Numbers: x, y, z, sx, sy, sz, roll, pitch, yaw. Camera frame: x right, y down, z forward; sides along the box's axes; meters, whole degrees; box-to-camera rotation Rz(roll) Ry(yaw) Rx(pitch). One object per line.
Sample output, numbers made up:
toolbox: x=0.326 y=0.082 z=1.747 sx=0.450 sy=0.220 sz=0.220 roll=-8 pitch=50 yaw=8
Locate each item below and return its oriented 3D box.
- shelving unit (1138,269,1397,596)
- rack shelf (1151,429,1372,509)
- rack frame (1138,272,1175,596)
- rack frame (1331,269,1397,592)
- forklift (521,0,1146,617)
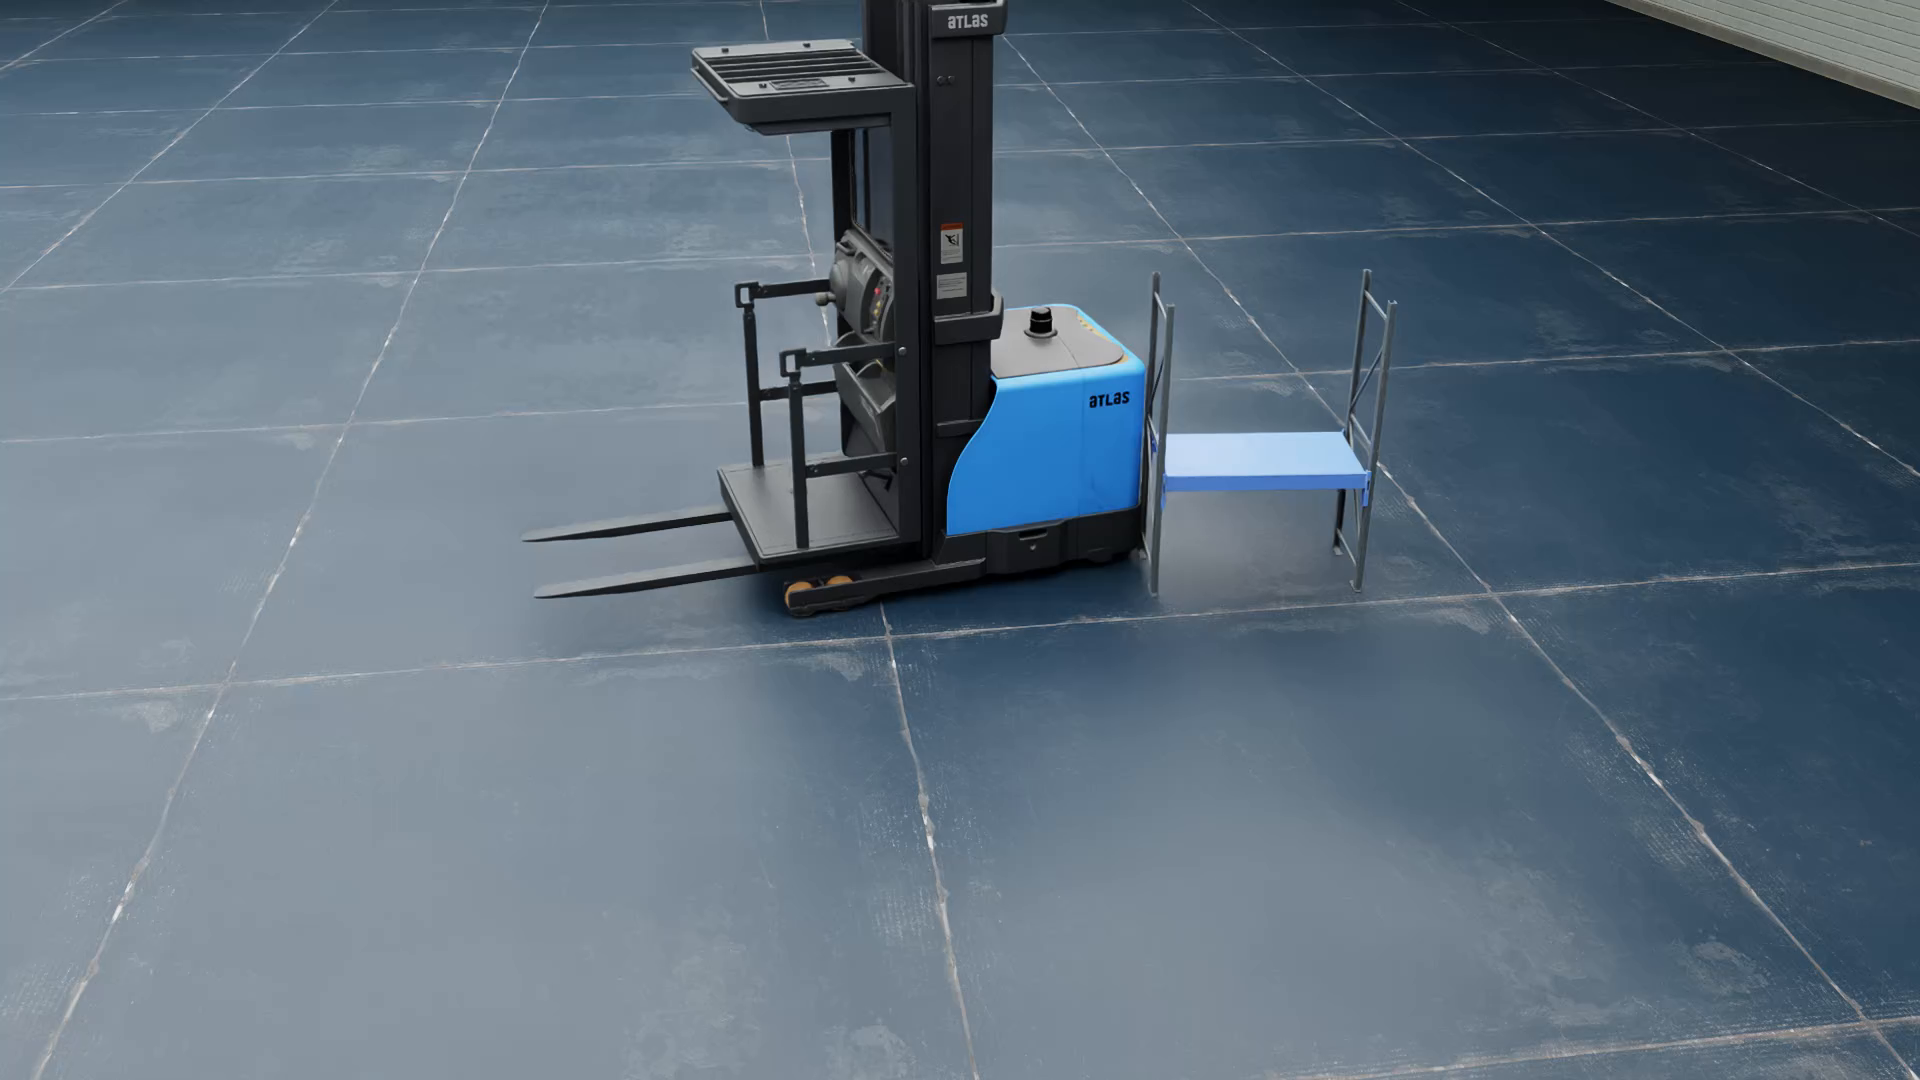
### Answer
shelving unit: x=1.457 y=-0.514 z=8.108 sx=1.048 sy=1.500 sz=0.538 roll=-1 pitch=27 yaw=-2
rack shelf: x=1.457 y=-0.354 z=8.190 sx=1.000 sy=0.185 sz=0.538 roll=-1 pitch=27 yaw=-2
rack frame: x=0.948 y=-0.506 z=8.093 sx=0.032 sy=1.500 sz=0.500 roll=-1 pitch=27 yaw=-2
rack frame: x=1.965 y=-0.521 z=8.123 sx=0.032 sy=1.500 sz=0.500 roll=-1 pitch=27 yaw=-2
forklift: x=-0.653 y=-1.203 z=7.885 sx=3.031 sy=2.935 sz=1.130 roll=-9 pitch=28 yaw=-16
